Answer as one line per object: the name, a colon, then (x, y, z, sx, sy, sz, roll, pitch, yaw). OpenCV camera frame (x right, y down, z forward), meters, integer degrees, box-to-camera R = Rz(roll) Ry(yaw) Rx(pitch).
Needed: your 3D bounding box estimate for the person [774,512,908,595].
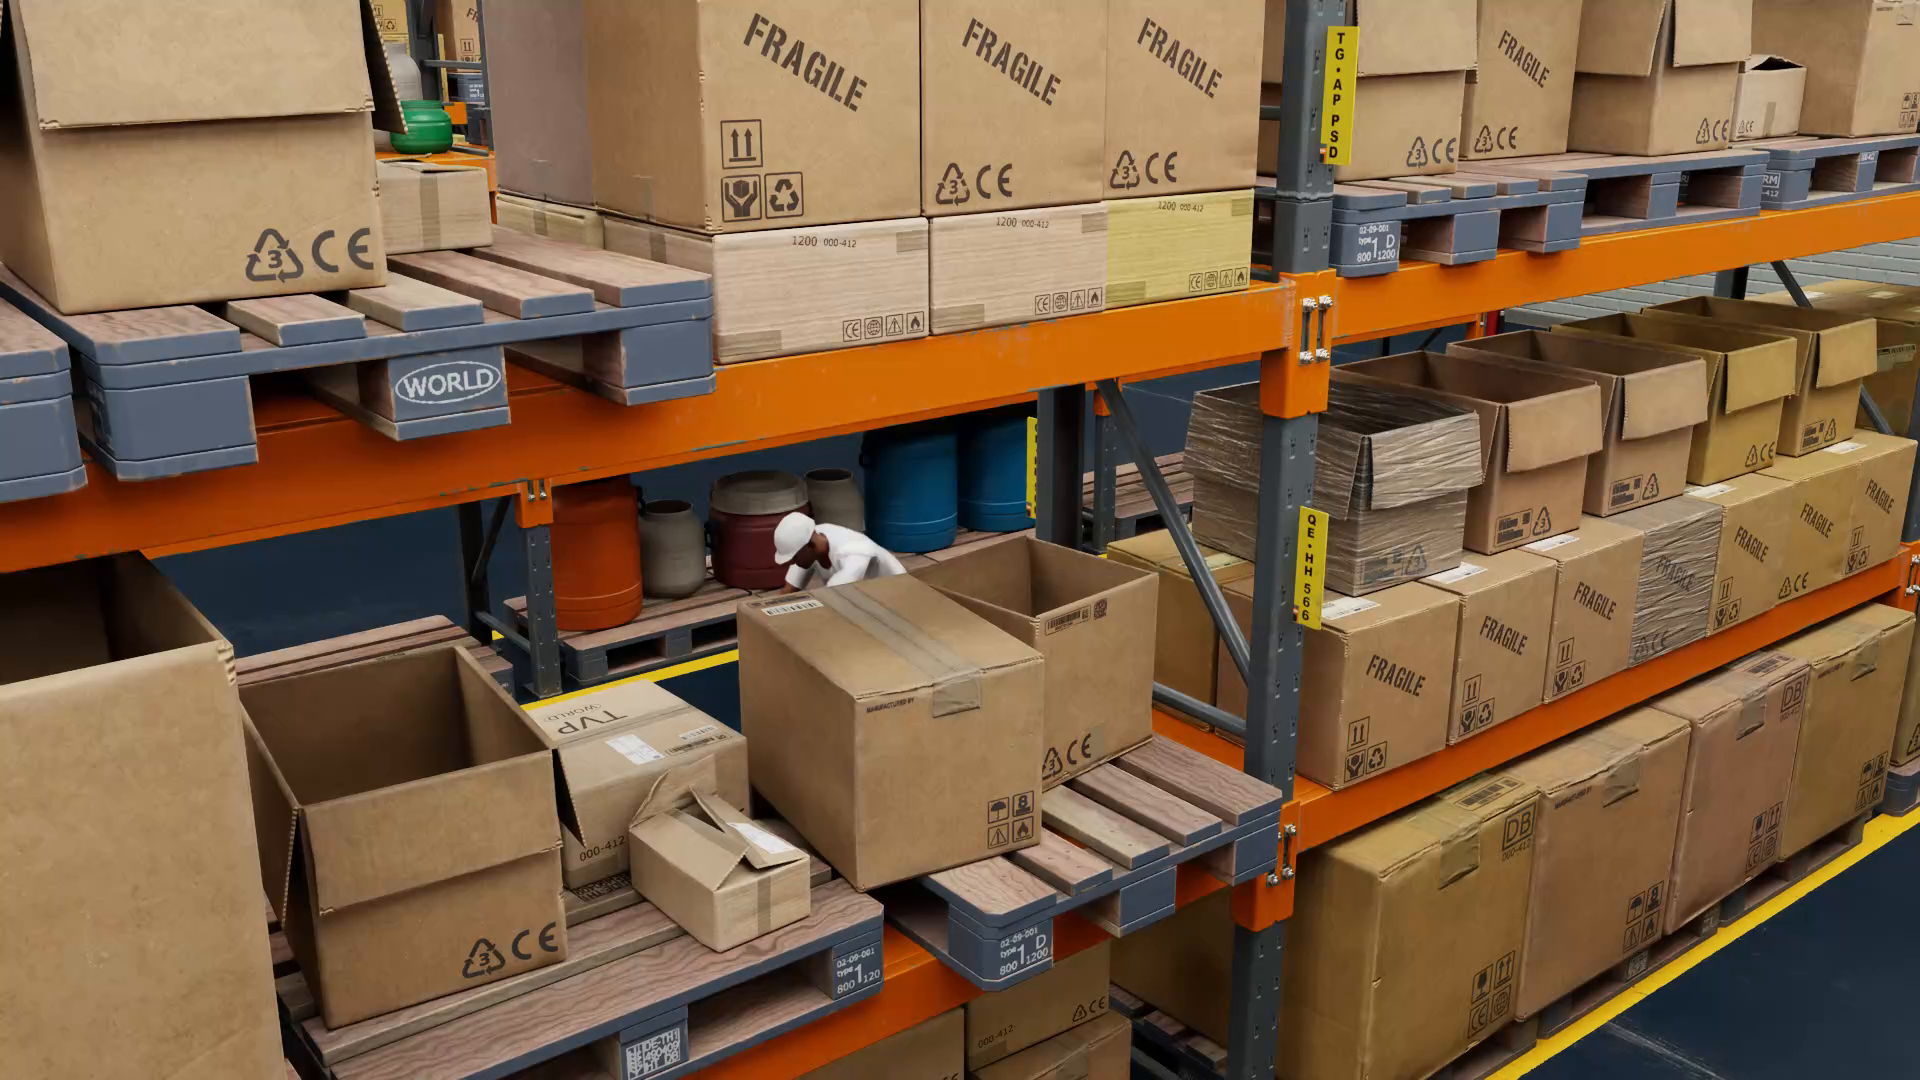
person: (-0.645, 0.298, 8.844, 0.921, 1.007, 0.547, -10, 20, -28)
